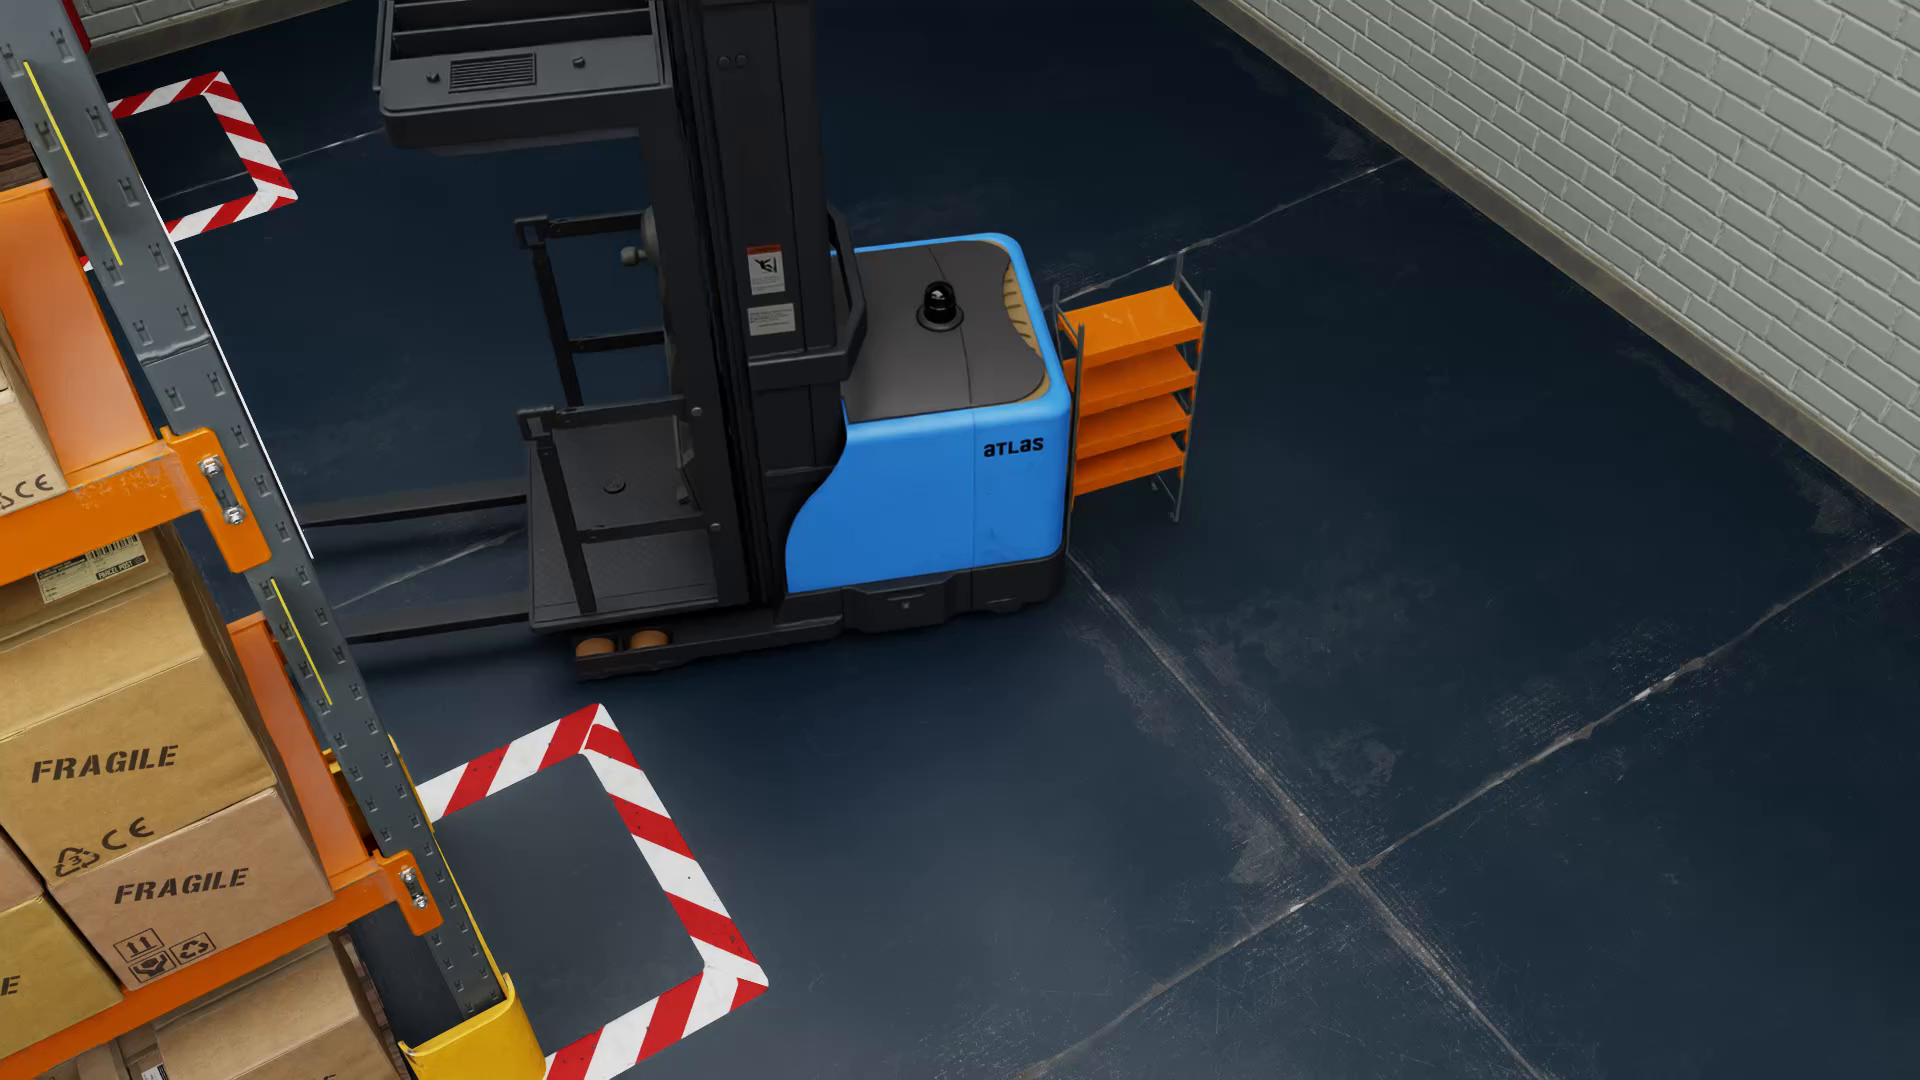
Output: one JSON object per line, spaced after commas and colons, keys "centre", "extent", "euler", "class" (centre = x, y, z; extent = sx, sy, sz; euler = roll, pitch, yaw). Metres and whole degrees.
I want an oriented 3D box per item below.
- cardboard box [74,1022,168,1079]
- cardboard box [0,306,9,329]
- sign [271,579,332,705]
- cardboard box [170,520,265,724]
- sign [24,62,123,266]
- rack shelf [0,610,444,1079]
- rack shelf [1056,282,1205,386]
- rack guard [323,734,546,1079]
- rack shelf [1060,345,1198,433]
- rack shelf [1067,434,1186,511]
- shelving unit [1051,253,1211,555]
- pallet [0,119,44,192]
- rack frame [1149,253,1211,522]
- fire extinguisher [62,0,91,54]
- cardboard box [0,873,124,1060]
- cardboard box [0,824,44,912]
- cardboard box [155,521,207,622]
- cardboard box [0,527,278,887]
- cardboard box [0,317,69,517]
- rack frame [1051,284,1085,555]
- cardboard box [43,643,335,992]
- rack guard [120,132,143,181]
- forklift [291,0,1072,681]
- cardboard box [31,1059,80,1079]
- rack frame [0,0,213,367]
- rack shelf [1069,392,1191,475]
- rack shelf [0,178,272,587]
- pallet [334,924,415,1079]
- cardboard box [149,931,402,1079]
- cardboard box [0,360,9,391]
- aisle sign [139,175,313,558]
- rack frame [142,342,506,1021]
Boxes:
{"centre": [-2.384, 1.623, 4.844], "extent": [0.250, 0.166, 0.380], "euler": [-25, 53, -21], "class": "cardboard box"}
{"centre": [-2.236, -0.554, 3.272], "extent": [0.500, 0.250, 0.500], "euler": [-25, 53, -21], "class": "cardboard box"}
{"centre": [-1.386, 0.218, 3.505], "extent": [0.005, 0.325, 0.100], "euler": [-25, 53, -21], "class": "sign"}
{"centre": [-2.181, 0.327, 4.329], "extent": [0.500, 0.500, 0.500], "euler": [-24, 53, -20], "class": "cardboard box"}
{"centre": [-1.386, -0.584, 2.605], "extent": [0.005, 0.325, 0.100], "euler": [-25, 53, -21], "class": "sign"}
{"centre": [-3.357, 1.386, 3.934], "extent": [4.000, 0.370, 1.077], "euler": [-25, 53, -21], "class": "rack shelf"}
{"centre": [0.610, -0.751, 6.035], "extent": [0.480, 0.148, 0.258], "euler": [-16, 50, -14], "class": "rack shelf"}
{"centre": [-1.730, 1.211, 5.282], "extent": [0.348, 0.500, 1.175], "euler": [-25, 53, -21], "class": "rack guard"}
{"centre": [0.610, -0.594, 6.211], "extent": [0.480, 0.148, 0.258], "euler": [-16, 50, -14], "class": "rack shelf"}
{"centre": [0.610, -0.313, 6.526], "extent": [0.480, 0.148, 0.258], "euler": [-16, 50, -14], "class": "rack shelf"}
{"centre": [0.610, -0.490, 6.328], "extent": [0.503, 1.200, 0.258], "euler": [-16, 50, -14], "class": "shelving unit"}
{"centre": [-4.946, -1.482, 7.874], "extent": [1.213, 0.211, 1.003], "euler": [-25, 53, -21], "class": "pallet"}
{"centre": [0.837, -0.556, 6.387], "extent": [0.015, 1.200, 0.240], "euler": [-16, 50, -14], "class": "rack frame"}
{"centre": [-3.938, -2.396, 7.122], "extent": [0.183, 0.674, 0.296], "euler": [-25, 53, -21], "class": "fire extinguisher"}
{"centre": [-2.336, 0.876, 3.840], "extent": [0.500, 0.500, 0.500], "euler": [-25, 53, -20], "class": "cardboard box"}
{"centre": [-2.322, 0.537, 3.472], "extent": [0.500, 0.500, 0.500], "euler": [-24, 53, -20], "class": "cardboard box"}
{"centre": [-2.181, -0.006, 3.955], "extent": [0.500, 0.500, 0.500], "euler": [-24, 52, -20], "class": "cardboard box"}
{"centre": [-1.895, 0.335, 3.652], "extent": [0.500, 0.500, 0.500], "euler": [-26, 53, -21], "class": "cardboard box"}
{"centre": [-1.959, -0.227, 2.980], "extent": [0.500, 0.250, 0.500], "euler": [-25, 53, -21], "class": "cardboard box"}
{"centre": [0.382, -0.424, 6.269], "extent": [0.015, 1.200, 0.240], "euler": [-16, 50, -14], "class": "rack frame"}
{"centre": [-1.899, 0.667, 4.026], "extent": [0.500, 0.500, 0.500], "euler": [-24, 52, -20], "class": "cardboard box"}
{"centre": [-4.292, -1.956, 8.102], "extent": [0.348, 0.500, 1.175], "euler": [-25, 53, -21], "class": "rack guard"}
{"centre": [-1.168, -0.885, 5.520], "extent": [3.031, 2.935, 1.130], "euler": [-8, 49, -7], "class": "forklift"}
{"centre": [-2.700, 1.355, 5.027], "extent": [0.500, 0.250, 0.500], "euler": [-25, 53, -21], "class": "cardboard box"}
{"centre": [-1.666, -1.645, 2.135], "extent": [0.127, 3.000, 1.000], "euler": [-25, 53, -21], "class": "rack frame"}
{"centre": [0.610, -0.445, 6.378], "extent": [0.480, 0.148, 0.258], "euler": [-16, 50, -14], "class": "rack shelf"}
{"centre": [-3.357, 0.388, 2.814], "extent": [4.000, 0.370, 1.077], "euler": [-25, 53, -21], "class": "rack shelf"}
{"centre": [-2.404, 1.626, 5.106], "extent": [1.213, 0.211, 1.003], "euler": [-25, 53, -21], "class": "pallet"}
{"centre": [-1.994, 1.407, 4.813], "extent": [0.500, 0.500, 0.500], "euler": [-25, 53, -21], "class": "cardboard box"}
{"centre": [-1.964, -0.398, 2.799], "extent": [0.500, 0.250, 0.500], "euler": [-25, 53, -21], "class": "cardboard box"}
{"centre": [-1.444, -0.348, 3.256], "extent": [0.004, 0.787, 0.394], "euler": [-25, 53, -21], "class": "aisle sign"}
{"centre": [-1.666, 0.350, 4.375], "extent": [0.127, 3.000, 1.000], "euler": [-25, 53, -21], "class": "rack frame"}
